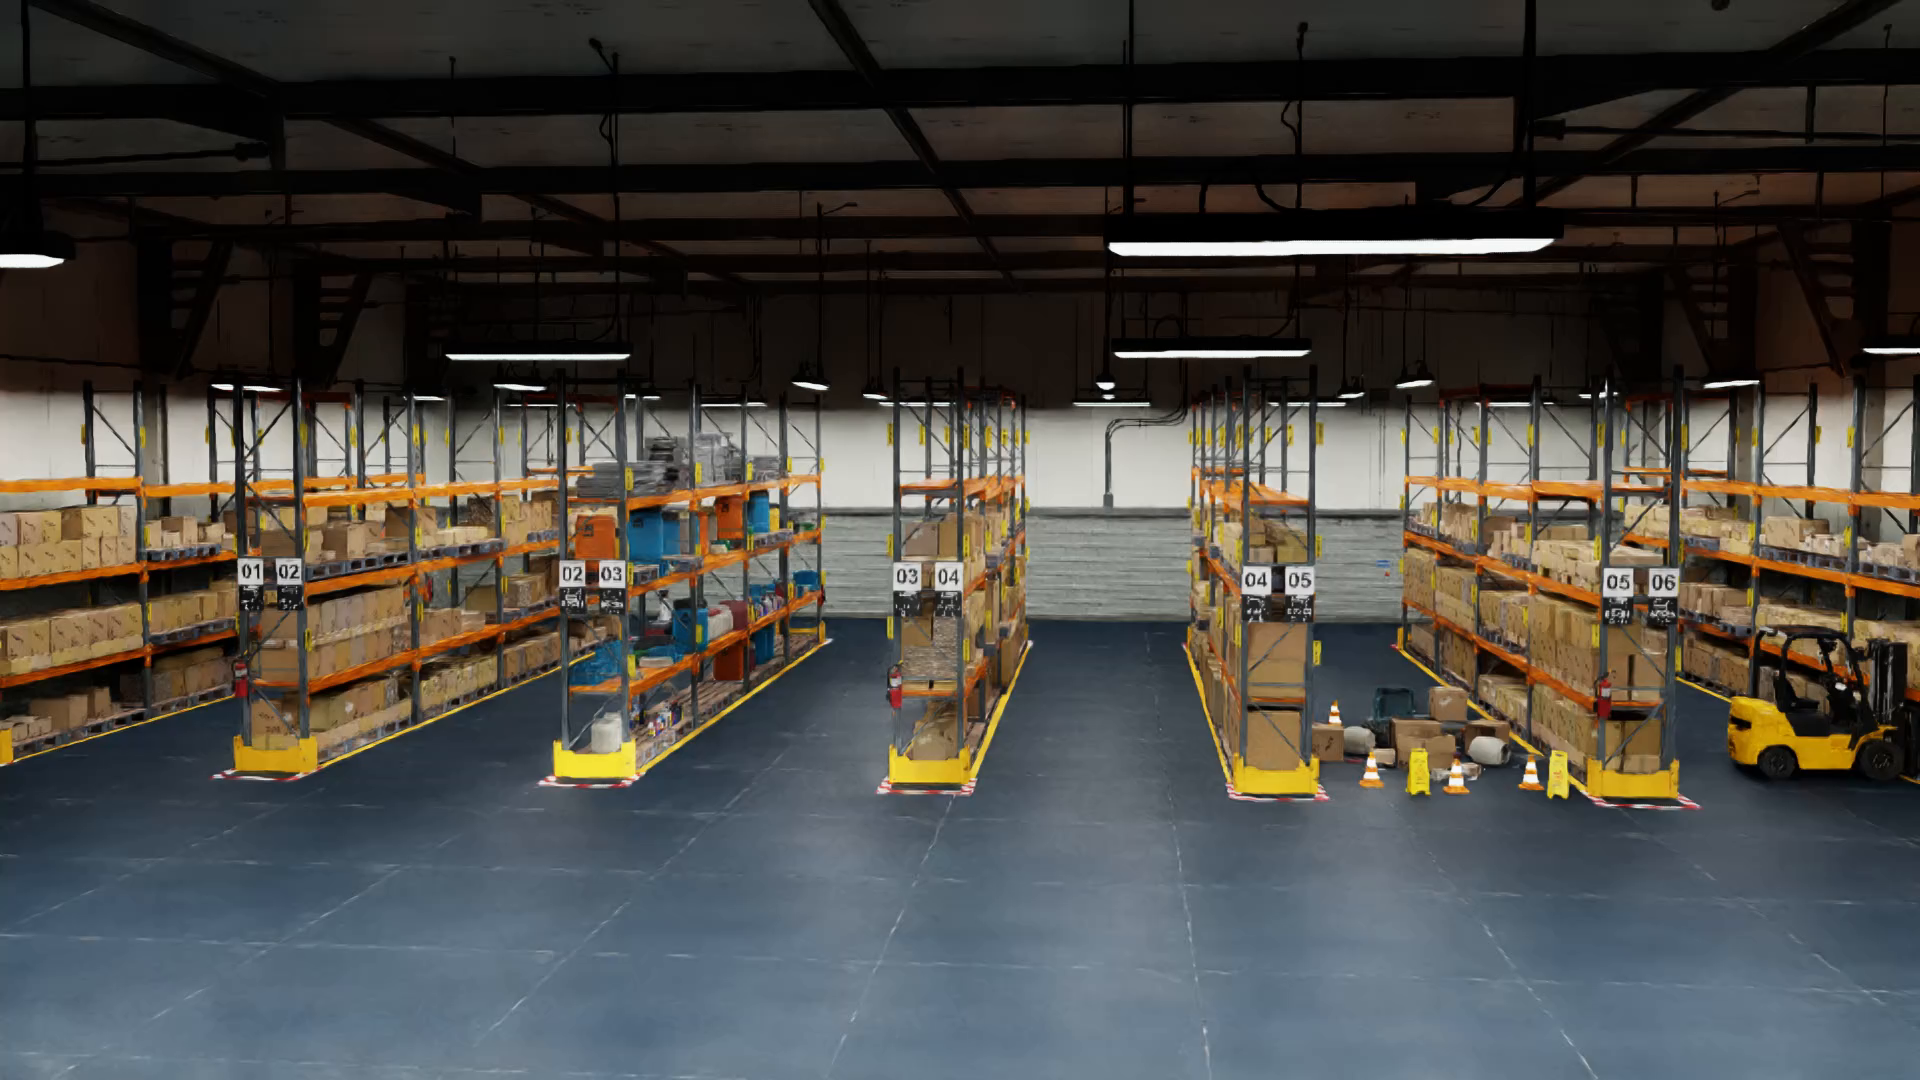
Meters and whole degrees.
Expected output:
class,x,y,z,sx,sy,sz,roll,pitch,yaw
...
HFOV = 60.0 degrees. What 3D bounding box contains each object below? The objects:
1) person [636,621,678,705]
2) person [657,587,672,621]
class,x,y,z,sx,sy,sz,roll,pitch,yaw
person,-5.614,2.290,30.736,0.540,1.598,0.945,2,4,26
person,-6.510,1.908,36.715,0.362,1.726,0.538,-1,4,-21
